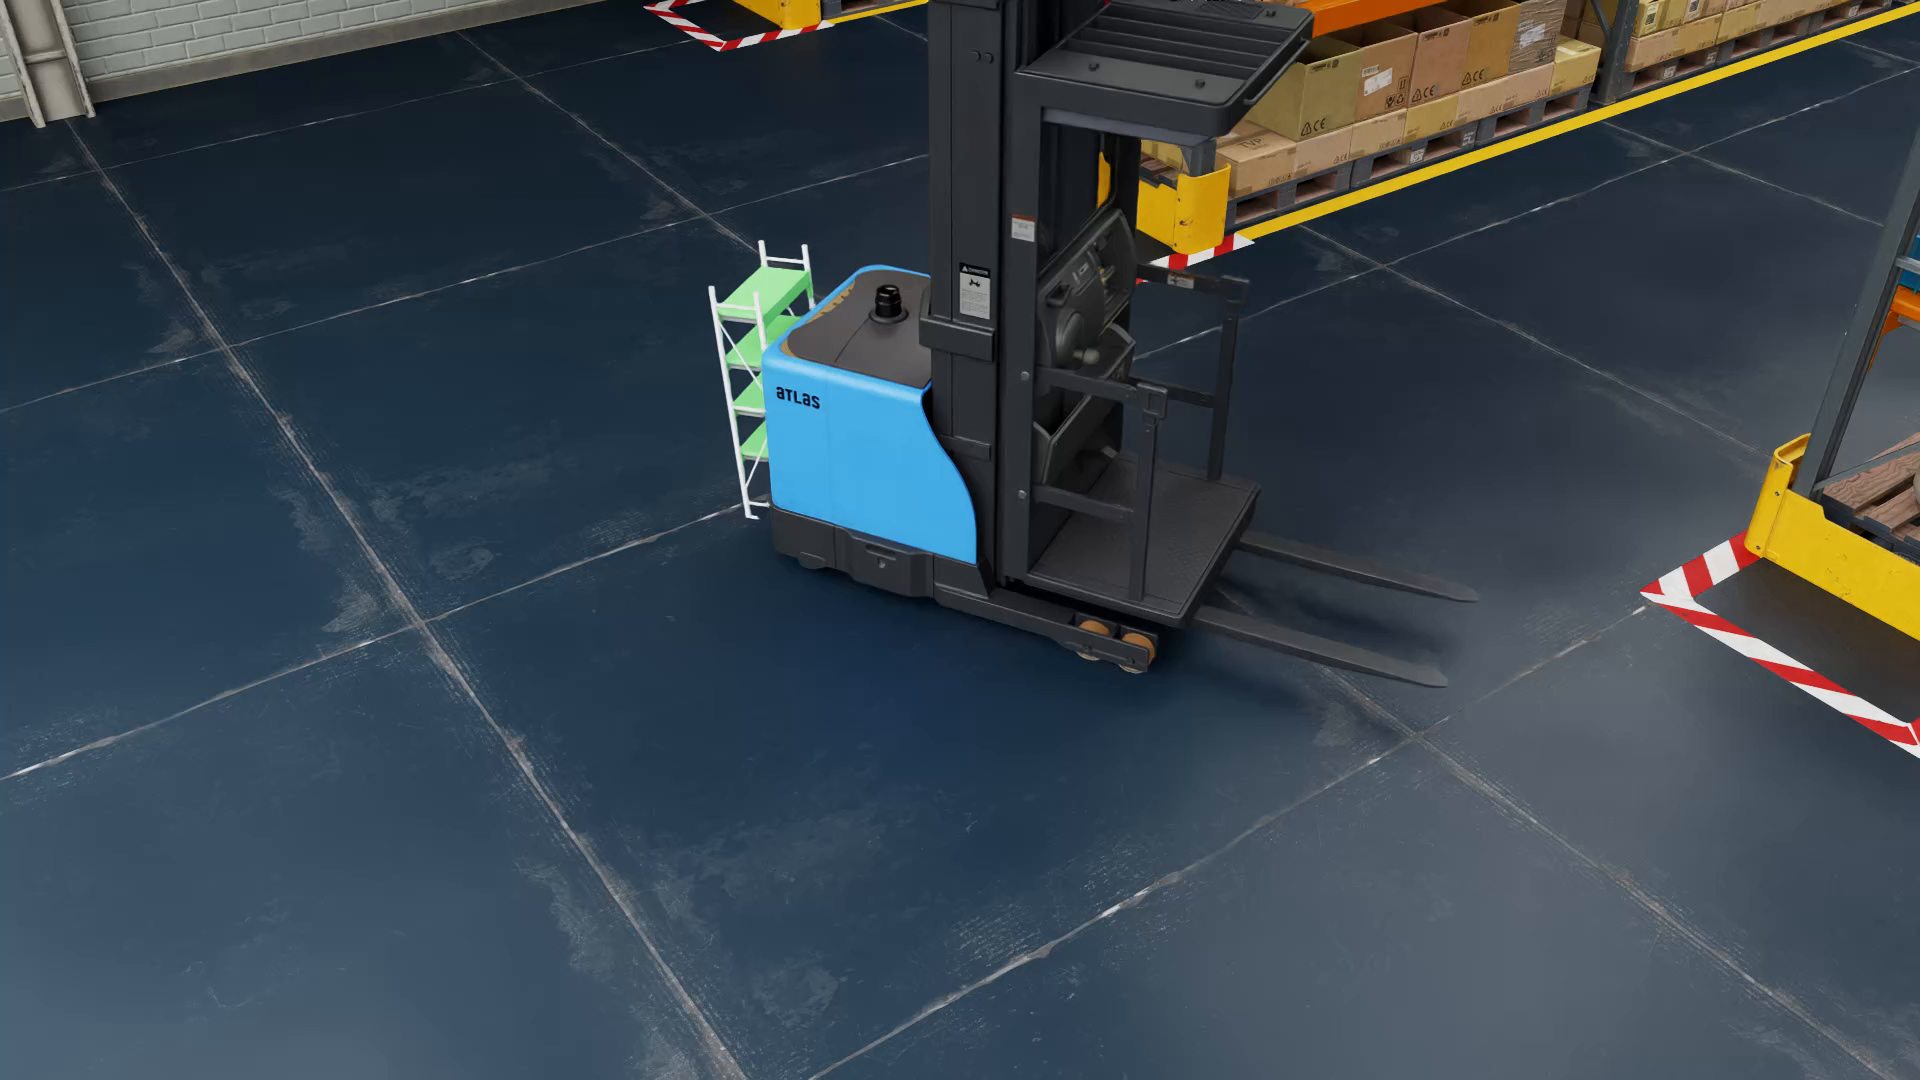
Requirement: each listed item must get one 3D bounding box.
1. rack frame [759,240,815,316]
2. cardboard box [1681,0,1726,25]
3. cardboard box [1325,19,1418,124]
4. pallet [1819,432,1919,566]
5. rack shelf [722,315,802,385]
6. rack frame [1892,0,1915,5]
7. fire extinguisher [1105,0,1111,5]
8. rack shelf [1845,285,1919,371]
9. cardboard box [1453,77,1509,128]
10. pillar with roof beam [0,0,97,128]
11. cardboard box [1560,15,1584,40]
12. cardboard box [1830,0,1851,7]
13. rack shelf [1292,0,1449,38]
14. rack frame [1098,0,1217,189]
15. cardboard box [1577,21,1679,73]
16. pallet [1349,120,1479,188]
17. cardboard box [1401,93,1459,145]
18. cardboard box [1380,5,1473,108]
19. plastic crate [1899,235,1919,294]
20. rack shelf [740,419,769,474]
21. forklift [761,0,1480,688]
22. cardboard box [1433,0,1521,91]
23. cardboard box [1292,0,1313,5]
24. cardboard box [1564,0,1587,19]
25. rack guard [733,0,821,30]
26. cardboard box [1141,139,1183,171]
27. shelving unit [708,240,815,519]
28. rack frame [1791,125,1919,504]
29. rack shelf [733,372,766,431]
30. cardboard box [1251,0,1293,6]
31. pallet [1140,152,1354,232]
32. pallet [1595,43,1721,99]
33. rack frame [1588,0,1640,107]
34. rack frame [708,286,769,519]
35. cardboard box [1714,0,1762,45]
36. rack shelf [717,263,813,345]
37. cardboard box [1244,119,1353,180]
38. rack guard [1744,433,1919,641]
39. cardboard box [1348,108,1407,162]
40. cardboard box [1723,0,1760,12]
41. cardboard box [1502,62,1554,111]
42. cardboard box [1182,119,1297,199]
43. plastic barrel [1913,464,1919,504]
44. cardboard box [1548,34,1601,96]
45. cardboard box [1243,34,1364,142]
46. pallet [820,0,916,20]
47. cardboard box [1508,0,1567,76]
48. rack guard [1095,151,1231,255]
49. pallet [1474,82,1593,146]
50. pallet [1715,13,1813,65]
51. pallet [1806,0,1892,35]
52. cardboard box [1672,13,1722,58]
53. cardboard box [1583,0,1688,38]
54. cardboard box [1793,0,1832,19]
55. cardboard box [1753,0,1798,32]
[{"bbox_3d":[-0.767,-0.855,7.896,0.240,1.200,0.015,9,37,19],"label":"rack frame"},{"bbox_3d":[5.365,-4.106,12.405,0.500,0.311,0.500,-23,42,-28],"label":"cardboard box"},{"bbox_3d":[2.577,-3.069,10.801,0.500,0.500,0.500,-22,41,-28],"label":"cardboard box"},{"bbox_3d":[4.755,-0.114,7.728,1.213,0.211,1.003,-22,41,-28],"label":"pallet"},{"bbox_3d":[-0.865,-0.867,7.612,0.258,0.148,0.480,9,37,19],"label":"rack shelf"},{"bbox_3d":[7.741,-5.984,13.501,0.127,3.000,1.000,-22,41,-28],"label":"rack frame"},{"bbox_3d":[0.838,-3.443,10.035,0.183,0.674,0.296,-22,41,-28],"label":"fire extinguisher"},{"bbox_3d":[5.687,-1.308,7.616,4.000,0.370,1.077,-22,41,-28],"label":"rack shelf"},{"bbox_3d":[3.404,-3.093,11.477,0.500,0.250,0.500,-22,41,-28],"label":"cardboard box"},{"bbox_3d":[-4.005,-4.667,6.532,0.400,9.000,9.100,-22,41,-28],"label":"pillar with roof beam"},{"bbox_3d":[4.644,-3.970,12.697,0.500,0.250,0.500,-23,42,-28],"label":"cardboard box"},{"bbox_3d":[7.032,-4.569,13.530,0.500,0.250,0.500,-23,42,-28],"label":"cardboard box"},{"bbox_3d":[2.837,-3.673,10.905,4.000,0.370,1.077,-22,41,-28],"label":"rack shelf"},{"bbox_3d":[1.202,-3.293,9.759,0.127,3.000,1.000,-22,41,-28],"label":"rack frame"},{"bbox_3d":[4.944,-3.710,12.334,0.500,0.250,0.500,-23,42,-29],"label":"cardboard box"},{"bbox_3d":[2.799,-2.846,11.526,1.213,0.211,1.003,-22,41,-28],"label":"pallet"},{"bbox_3d":[2.996,-2.925,11.243,0.500,0.250,0.500,-22,41,-28],"label":"cardboard box"},{"bbox_3d":[2.996,-3.229,11.023,0.500,0.500,0.500,-22,41,-28],"label":"cardboard box"},{"bbox_3d":[4.289,-1.178,6.947,0.616,0.251,0.499,-22,41,-28],"label":"plastic crate"},{"bbox_3d":[-0.834,-0.471,7.882,0.258,0.148,0.480,9,37,19],"label":"rack shelf"},{"bbox_3d":[0.696,-0.987,6.612,3.031,2.935,1.130,16,39,21],"label":"forklift"},{"bbox_3d":[3.397,-3.404,11.267,0.500,0.500,0.500,-22,41,-28],"label":"cardboard box"},{"bbox_3d":[2.017,-3.663,10.189,0.500,0.500,0.700,-21,41,-27],"label":"cardboard box"},{"bbox_3d":[4.638,-4.193,12.526,0.500,0.311,0.500,-22,41,-28],"label":"cardboard box"},{"bbox_3d":[-1.593,-4.666,13.810,0.348,0.500,1.175,-22,41,-28],"label":"rack guard"},{"bbox_3d":[1.470,-2.668,10.886,0.500,0.250,0.500,-22,41,-28],"label":"cardboard box"},{"bbox_3d":[-0.854,-0.722,7.711,0.258,1.200,0.503,9,37,19],"label":"shelving unit"},{"bbox_3d":[4.052,-0.927,6.471,0.127,3.000,1.000,-22,41,-28],"label":"rack frame"},{"bbox_3d":[-0.849,-0.669,7.747,0.258,0.148,0.480,9,37,19],"label":"rack shelf"},{"bbox_3d":[1.591,-3.484,9.940,0.500,0.500,0.700,-22,41,-28],"label":"cardboard box"},{"bbox_3d":[1.803,-2.438,10.959,1.213,0.211,1.003,-22,41,-28],"label":"pallet"},{"bbox_3d":[5.051,-3.773,12.815,1.213,0.211,1.003,-22,41,-28],"label":"pallet"},{"bbox_3d":[4.472,-4.638,11.630,0.127,3.000,1.000,-22,41,-28],"label":"rack frame"},{"bbox_3d":[-0.940,-0.588,7.526,0.240,1.200,0.015,9,37,19],"label":"rack frame"},{"bbox_3d":[5.784,-4.057,12.817,0.500,0.250,0.500,-24,42,-29],"label":"cardboard box"},{"bbox_3d":[-0.880,-1.065,7.477,0.258,0.148,0.480,9,37,19],"label":"rack shelf"},{"bbox_3d":[2.175,-2.591,10.779,0.500,0.250,0.500,-22,41,-28],"label":"cardboard box"},{"bbox_3d":[4.087,0.039,7.267,0.348,0.500,1.175,-22,41,-28],"label":"rack guard"},{"bbox_3d":[2.584,-2.759,11.013,0.500,0.250,0.500,-22,41,-28],"label":"cardboard box"},{"bbox_3d":[5.787,-4.281,12.648,0.500,0.311,0.500,-24,42,-29],"label":"cardboard box"},{"bbox_3d":[3.804,-3.269,11.721,0.500,0.250,0.500,-22,41,-28],"label":"cardboard box"},{"bbox_3d":[1.769,-2.421,10.543,0.500,0.250,0.500,-22,41,-28],"label":"cardboard box"},{"bbox_3d":[4.546,-0.346,7.433,0.421,0.512,0.421,0,36,0],"label":"plastic barrel"},{"bbox_3d":[4.218,-3.432,11.948,0.500,0.250,0.500,-22,41,-28],"label":"cardboard box"},{"bbox_3d":[2.176,-2.895,10.559,0.500,0.500,0.500,-22,41,-28],"label":"cardboard box"},{"bbox_3d":[-0.908,-4.806,14.251,1.213,0.211,1.003,-22,41,-28],"label":"pallet"},{"bbox_3d":[3.803,-3.574,11.503,0.500,0.500,0.500,-22,41,-28],"label":"cardboard box"},{"bbox_3d":[1.182,-2.270,10.478,0.348,0.500,1.175,-22,41,-28],"label":"rack guard"},{"bbox_3d":[3.797,-3.259,12.100,1.213,0.211,1.003,-22,41,-28],"label":"pallet"},{"bbox_3d":[6.049,-4.185,13.389,1.213,0.211,1.003,-22,41,-28],"label":"pallet"},{"bbox_3d":[7.046,-4.593,13.956,1.213,0.211,1.003,-22,41,-28],"label":"pallet"},{"bbox_3d":[5.363,-3.881,12.573,0.500,0.250,0.500,-21,41,-27],"label":"cardboard box"},{"bbox_3d":[4.953,-3.940,12.174,0.500,0.311,0.500,-22,41,-28],"label":"cardboard box"},{"bbox_3d":[6.620,-4.402,13.296,0.500,0.250,0.500,-21,41,-27],"label":"cardboard box"},{"bbox_3d":[6.201,-4.227,13.054,0.500,0.250,0.500,-22,41,-27],"label":"cardboard box"}]
